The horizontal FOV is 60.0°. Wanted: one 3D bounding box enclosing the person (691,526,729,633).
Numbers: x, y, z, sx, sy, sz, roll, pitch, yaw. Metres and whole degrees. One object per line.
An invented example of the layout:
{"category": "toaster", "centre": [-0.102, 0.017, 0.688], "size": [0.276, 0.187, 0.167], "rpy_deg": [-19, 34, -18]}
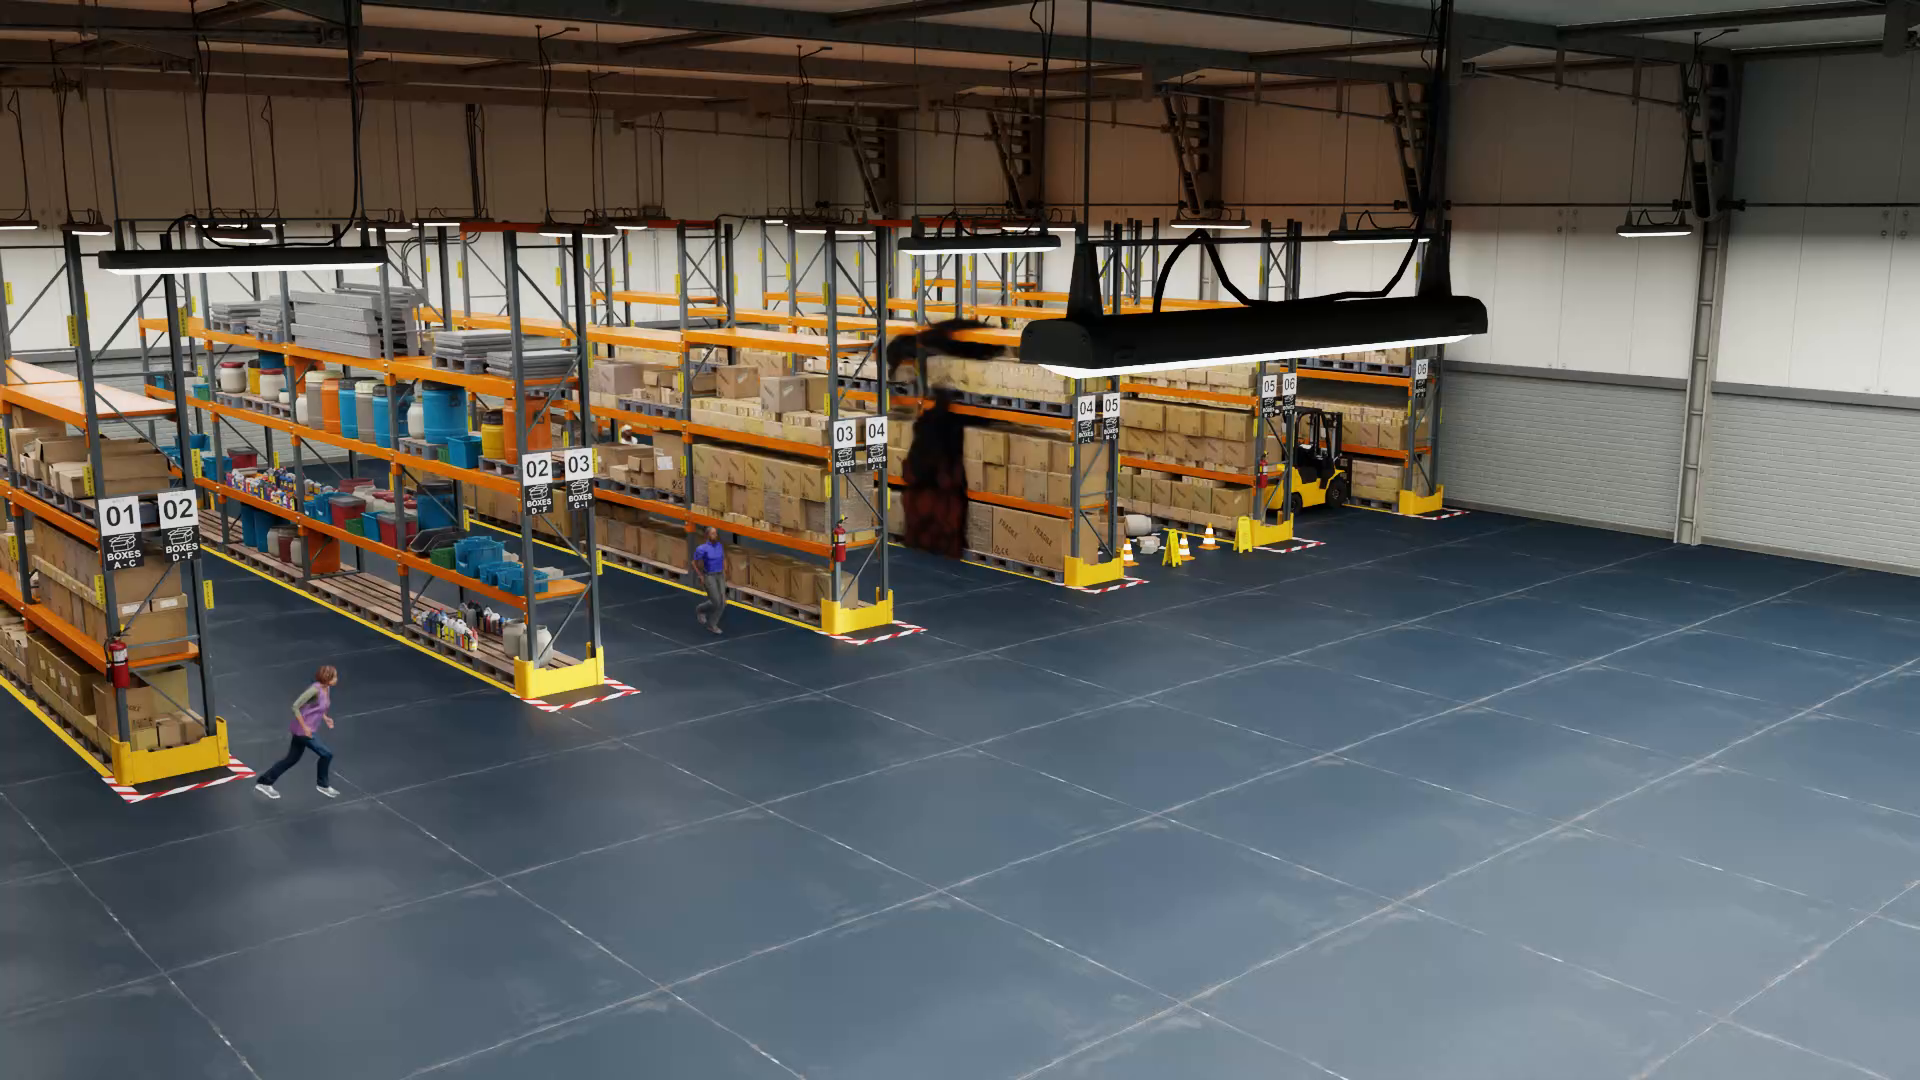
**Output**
{"category": "person", "centre": [-3.698, 0.599, 24.920], "size": [0.547, 1.602, 0.575], "rpy_deg": [11, 16, 43]}

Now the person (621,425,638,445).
{"category": "person", "centre": [-7.007, -1.580, 35.315], "size": [0.595, 1.737, 0.683], "rpy_deg": [10, 15, 42]}

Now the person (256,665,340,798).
{"category": "person", "centre": [-7.129, 2.082, 17.892], "size": [0.913, 1.492, 0.515], "rpy_deg": [-1, 12, -7]}
